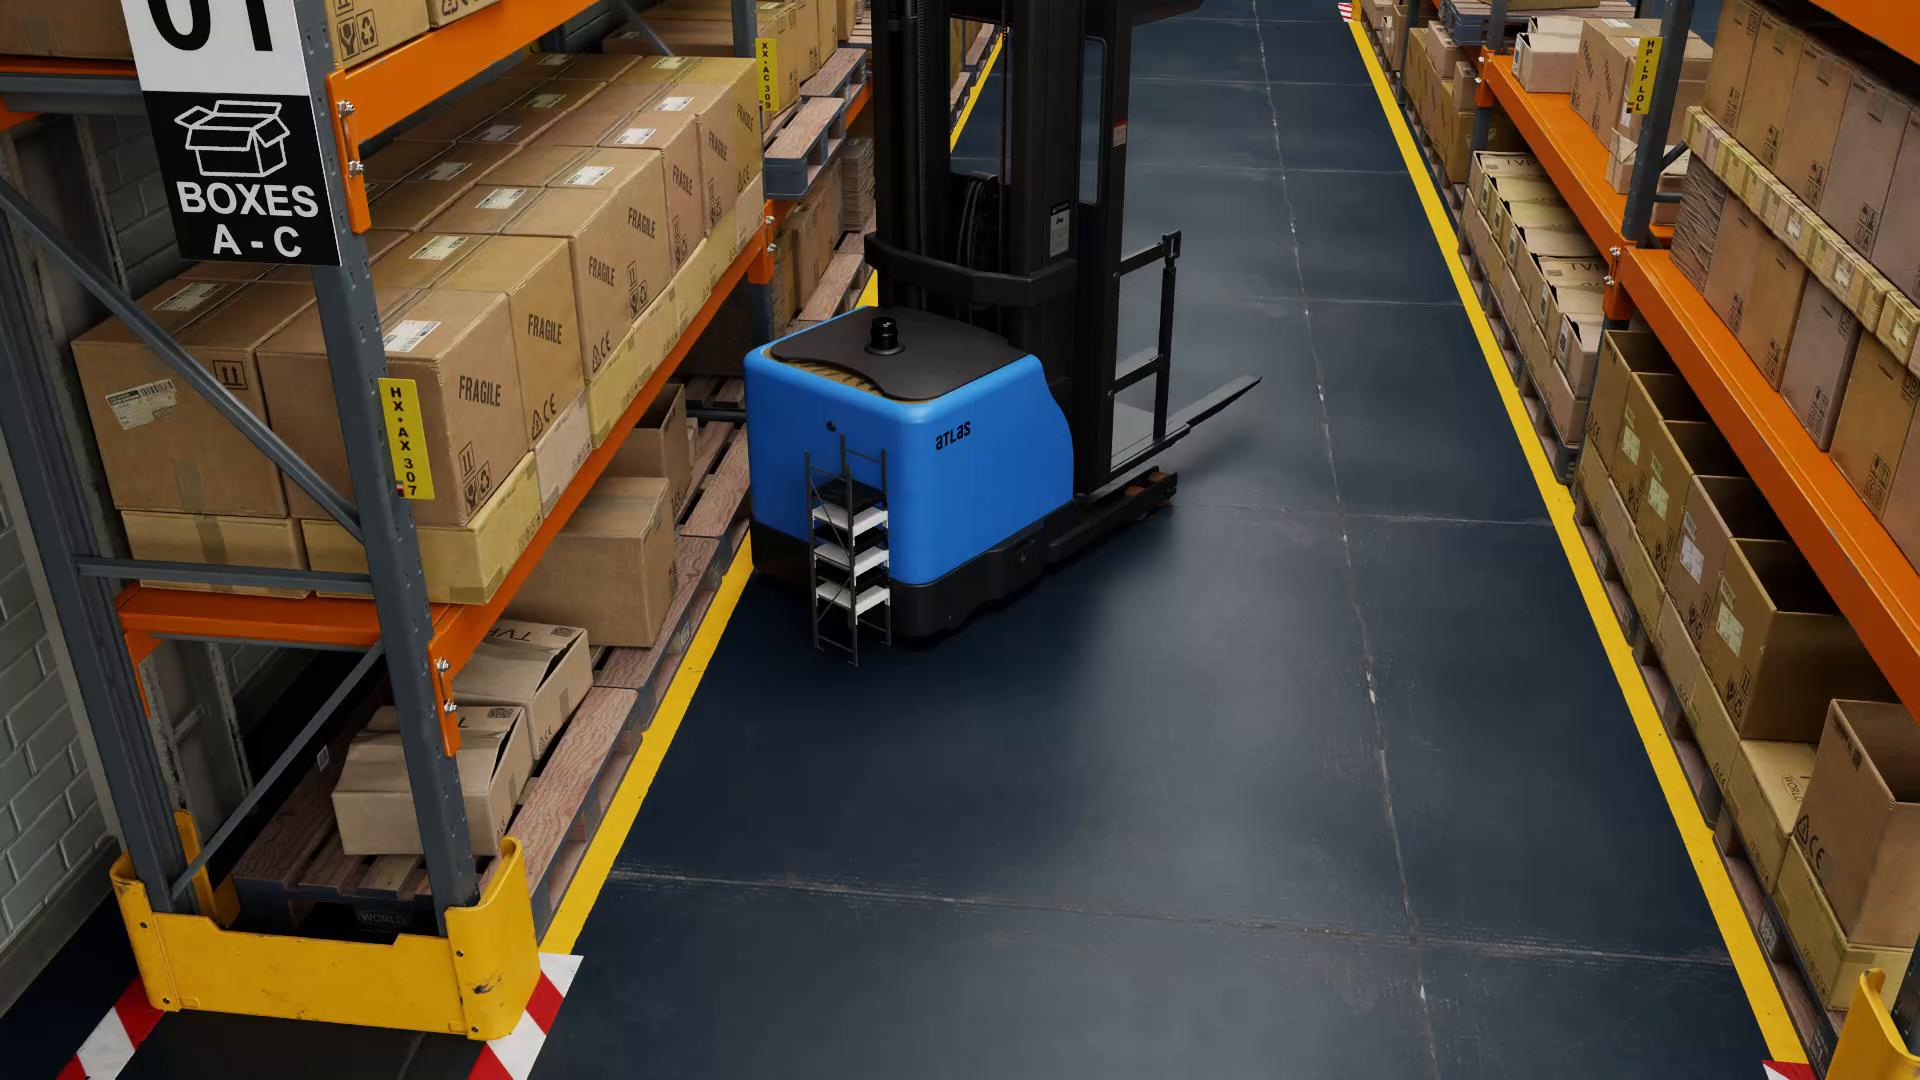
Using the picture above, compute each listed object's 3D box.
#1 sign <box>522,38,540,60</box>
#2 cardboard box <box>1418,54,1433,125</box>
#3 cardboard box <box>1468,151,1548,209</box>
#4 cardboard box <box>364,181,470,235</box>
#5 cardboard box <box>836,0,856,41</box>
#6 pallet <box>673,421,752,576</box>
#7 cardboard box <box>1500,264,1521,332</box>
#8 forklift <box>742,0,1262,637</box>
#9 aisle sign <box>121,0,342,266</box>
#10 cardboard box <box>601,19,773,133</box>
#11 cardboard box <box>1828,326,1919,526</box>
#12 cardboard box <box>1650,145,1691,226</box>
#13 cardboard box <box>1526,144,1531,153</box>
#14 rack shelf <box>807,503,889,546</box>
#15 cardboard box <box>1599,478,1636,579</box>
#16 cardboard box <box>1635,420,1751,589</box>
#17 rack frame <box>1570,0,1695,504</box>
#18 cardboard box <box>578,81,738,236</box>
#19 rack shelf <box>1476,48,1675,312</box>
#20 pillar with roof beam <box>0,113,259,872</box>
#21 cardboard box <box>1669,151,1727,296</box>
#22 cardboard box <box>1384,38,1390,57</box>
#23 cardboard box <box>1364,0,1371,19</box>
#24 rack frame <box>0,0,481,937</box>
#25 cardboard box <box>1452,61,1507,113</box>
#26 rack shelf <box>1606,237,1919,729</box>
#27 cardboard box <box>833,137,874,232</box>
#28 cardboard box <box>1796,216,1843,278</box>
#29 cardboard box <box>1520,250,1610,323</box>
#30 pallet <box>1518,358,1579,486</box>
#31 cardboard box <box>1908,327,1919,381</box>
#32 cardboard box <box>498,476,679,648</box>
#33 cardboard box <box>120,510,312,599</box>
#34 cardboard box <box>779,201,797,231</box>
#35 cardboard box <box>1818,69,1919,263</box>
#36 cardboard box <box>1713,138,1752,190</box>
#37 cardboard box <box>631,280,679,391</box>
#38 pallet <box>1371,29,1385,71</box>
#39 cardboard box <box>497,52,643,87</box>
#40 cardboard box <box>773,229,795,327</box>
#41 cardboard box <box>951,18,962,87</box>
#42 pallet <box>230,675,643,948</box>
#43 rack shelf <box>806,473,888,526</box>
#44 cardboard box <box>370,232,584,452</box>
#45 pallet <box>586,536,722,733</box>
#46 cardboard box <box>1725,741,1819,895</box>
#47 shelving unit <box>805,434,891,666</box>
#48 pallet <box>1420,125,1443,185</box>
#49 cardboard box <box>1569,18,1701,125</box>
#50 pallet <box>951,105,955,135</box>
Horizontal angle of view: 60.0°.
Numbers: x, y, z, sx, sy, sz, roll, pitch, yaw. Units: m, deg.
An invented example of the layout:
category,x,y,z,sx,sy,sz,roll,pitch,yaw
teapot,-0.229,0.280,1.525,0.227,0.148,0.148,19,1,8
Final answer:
category,x,y,z,sx,sy,sz,roll,pitch,yaw
sign,-1.980,-2.323,7.678,0.100,0.325,0.005,3,28,6
cardboard box,4.045,-3.655,13.544,0.500,0.500,0.500,4,29,7
cardboard box,3.623,-2.371,10.853,0.500,0.311,0.500,4,29,8
cardboard box,-1.941,-0.887,5.580,0.500,0.500,0.500,3,28,5
cardboard box,-1.027,-3.417,10.360,0.700,0.500,0.500,1,28,1
pallet,-1.475,-0.237,7.967,1.003,0.211,1.213,3,28,6
cardboard box,3.441,-1.401,9.644,0.500,0.250,0.500,4,29,7
forklift,0.398,-1.519,7.479,1.130,2.935,3.031,21,35,34
aisle sign,-1.629,-0.993,3.689,0.394,0.787,0.004,3,28,6
cardboard box,-1.332,-2.258,8.209,0.700,0.500,0.500,3,29,6
cardboard box,3.195,-0.357,5.145,0.700,0.500,0.500,4,29,7
cardboard box,3.506,-1.665,7.835,0.500,0.250,0.500,5,29,9
cardboard box,4.377,-2.917,12.173,0.500,0.500,0.500,2,28,4
rack shelf,-0.448,-0.083,6.646,0.258,0.077,0.200,21,35,34
cardboard box,3.065,-0.035,7.109,0.500,0.250,0.500,3,28,6
cardboard box,2.999,-0.130,6.494,0.500,0.500,0.500,3,28,6
rack frame,3.489,-1.496,7.365,1.000,3.000,0.127,3,28,6
cardboard box,-1.235,-1.580,6.866,0.500,0.500,0.500,3,28,6
rack shelf,3.734,-2.121,9.283,1.077,0.370,4.000,3,28,6
pillar with roof beam,1.581,-2.670,3.219,9.100,9.000,0.400,3,28,6
cardboard box,3.440,-1.331,6.953,0.700,0.500,0.500,3,28,5
cardboard box,4.243,-4.665,15.789,0.380,0.149,0.250,3,28,6
cardboard box,4.549,-5.653,17.516,0.500,0.250,0.500,3,28,6
rack frame,-1.918,0.100,4.401,1.000,3.000,0.127,3,28,6
cardboard box,3.863,-3.283,12.063,0.500,0.250,0.500,4,29,8
rack shelf,3.244,-0.238,5.788,1.077,0.370,4.000,3,28,6
cardboard box,-0.975,-2.417,11.245,0.700,0.500,0.500,4,29,7
cardboard box,3.077,-0.981,5.620,0.380,0.149,0.250,3,28,6
cardboard box,3.375,-1.405,9.060,0.500,0.311,0.500,3,28,6
pallet,3.540,-0.618,8.674,1.003,0.211,1.213,3,28,6
cardboard box,2.951,-0.496,4.719,0.380,0.149,0.250,4,29,7
cardboard box,-1.535,0.076,6.618,0.700,0.500,0.500,2,28,3
cardboard box,-2.053,-0.074,4.861,0.500,0.250,0.500,4,29,7
cardboard box,-1.244,-2.006,9.692,0.500,0.250,0.500,3,28,5
cardboard box,3.256,-1.194,5.329,0.700,0.500,0.500,3,28,6
cardboard box,3.203,-1.471,6.528,0.380,0.149,0.250,3,28,5
cardboard box,-1.361,-0.776,6.165,0.500,0.250,0.500,4,29,7
pallet,4.701,-4.933,16.685,1.003,0.211,1.213,3,28,6
cardboard box,-1.693,-1.846,7.361,0.500,0.500,0.500,3,28,5
cardboard box,-1.341,-1.469,9.486,0.700,0.500,0.500,3,28,5
cardboard box,-0.399,-4.473,14.714,0.750,0.750,0.750,4,29,7
pallet,-1.774,0.912,5.835,1.003,0.211,1.213,3,28,6
rack shelf,-0.448,-0.162,6.604,0.258,0.077,0.200,21,35,34
cardboard box,-1.491,-0.612,5.069,0.500,0.500,0.500,3,29,6
pallet,-1.622,0.339,6.898,1.003,0.211,1.213,3,28,6
cardboard box,2.820,0.907,5.361,0.500,0.250,0.500,3,28,6
shelving unit,-0.448,0.046,6.716,0.258,0.900,0.210,21,35,34
pallet,4.260,-3.073,13.232,1.003,0.211,1.213,3,28,6
cardboard box,3.789,-2.632,9.368,0.500,0.500,0.500,2,28,3
pallet,-0.615,-3.377,13.796,1.003,0.211,1.213,3,28,6
